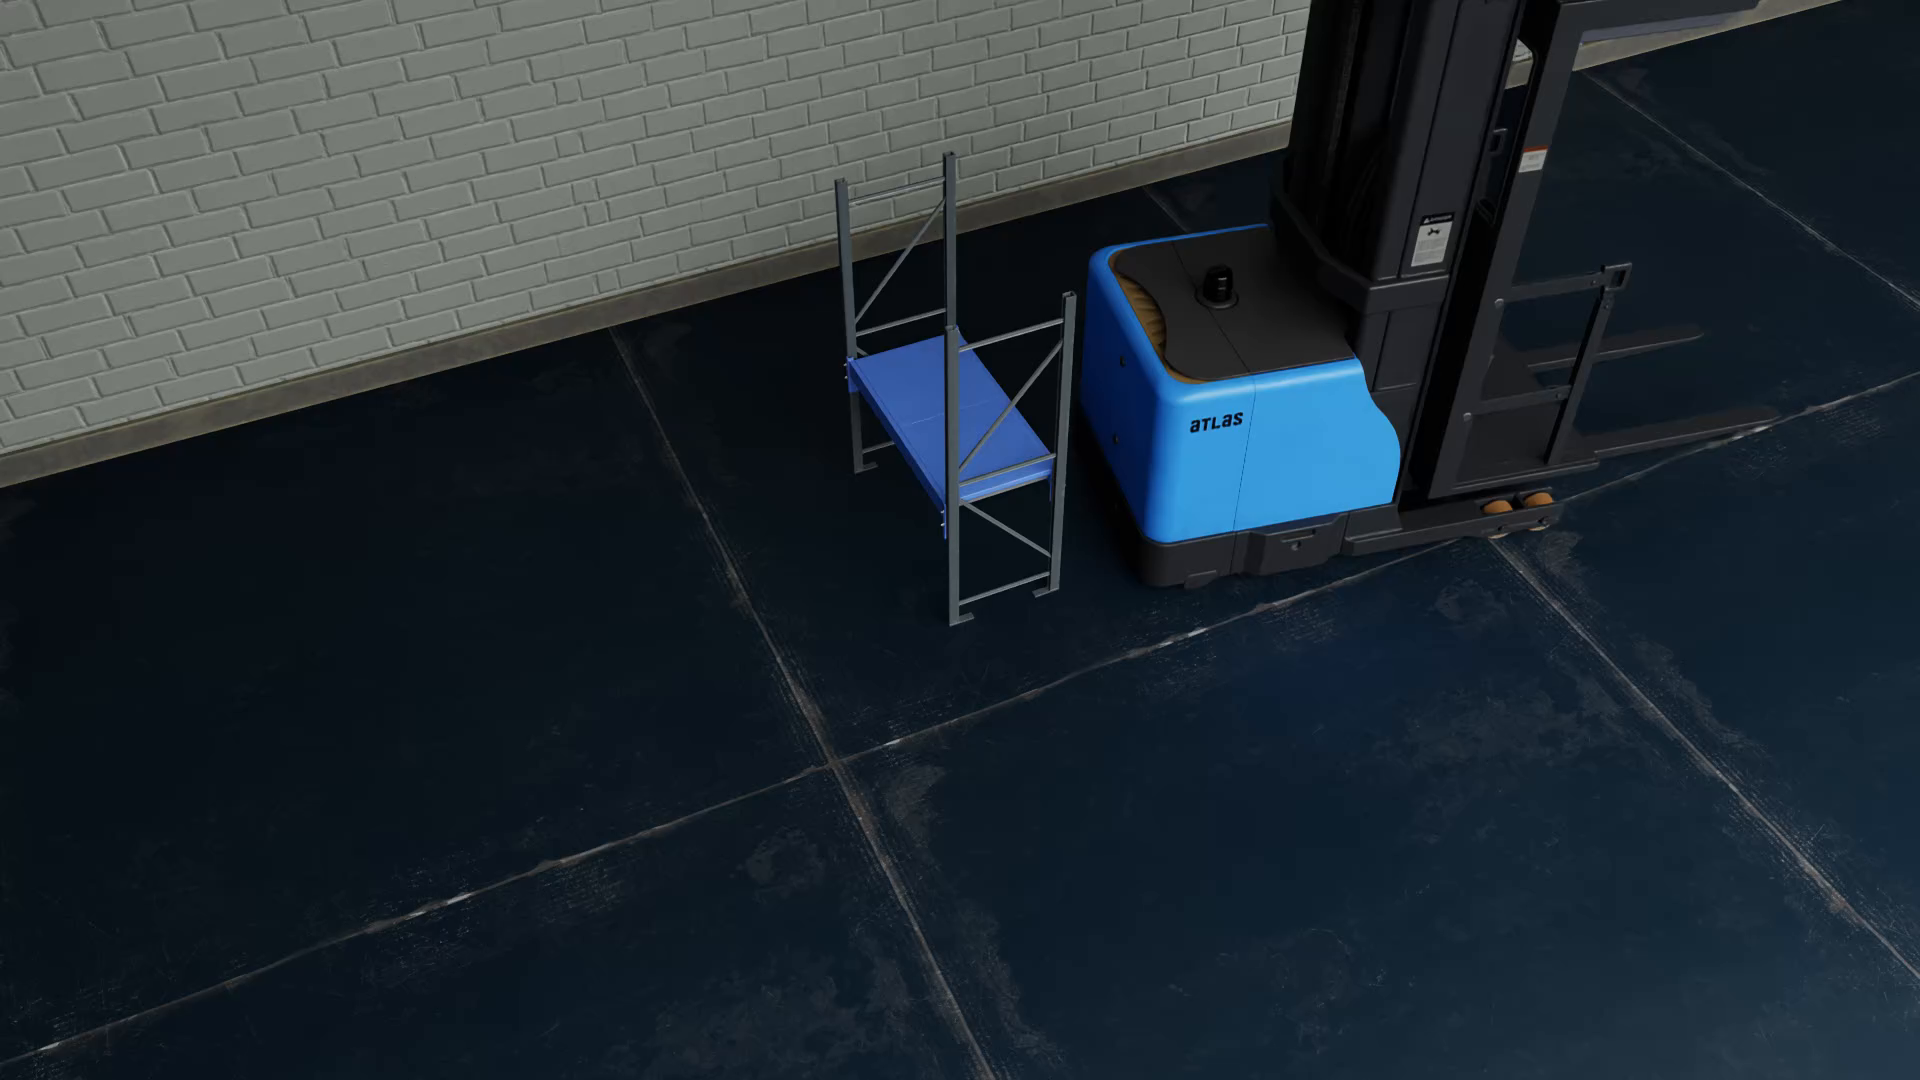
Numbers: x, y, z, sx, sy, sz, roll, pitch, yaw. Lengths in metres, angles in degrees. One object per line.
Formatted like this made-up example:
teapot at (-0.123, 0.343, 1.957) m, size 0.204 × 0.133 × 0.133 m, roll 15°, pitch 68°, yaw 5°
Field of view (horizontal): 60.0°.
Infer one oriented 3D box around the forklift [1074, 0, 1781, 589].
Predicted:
forklift at (2.086, -1.401, 6.452) m, size 3.031 × 2.935 × 1.130 m, roll -10°, pitch 46°, yaw -10°

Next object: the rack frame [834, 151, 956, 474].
rack frame at (-0.250, -0.912, 6.975) m, size 0.500 × 1.500 × 0.032 m, roll -18°, pitch 47°, yaw -17°

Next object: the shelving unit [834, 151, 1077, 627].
shelving unit at (-0.036, -0.588, 6.647) m, size 0.538 × 1.500 × 1.048 m, roll -18°, pitch 47°, yaw -17°

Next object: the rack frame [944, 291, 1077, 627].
rack frame at (0.178, -0.264, 6.319) m, size 0.500 × 1.500 × 0.032 m, roll -18°, pitch 47°, yaw -17°

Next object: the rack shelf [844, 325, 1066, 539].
rack shelf at (-0.036, -0.460, 6.773) m, size 0.538 × 0.185 × 1.000 m, roll -18°, pitch 47°, yaw -17°
